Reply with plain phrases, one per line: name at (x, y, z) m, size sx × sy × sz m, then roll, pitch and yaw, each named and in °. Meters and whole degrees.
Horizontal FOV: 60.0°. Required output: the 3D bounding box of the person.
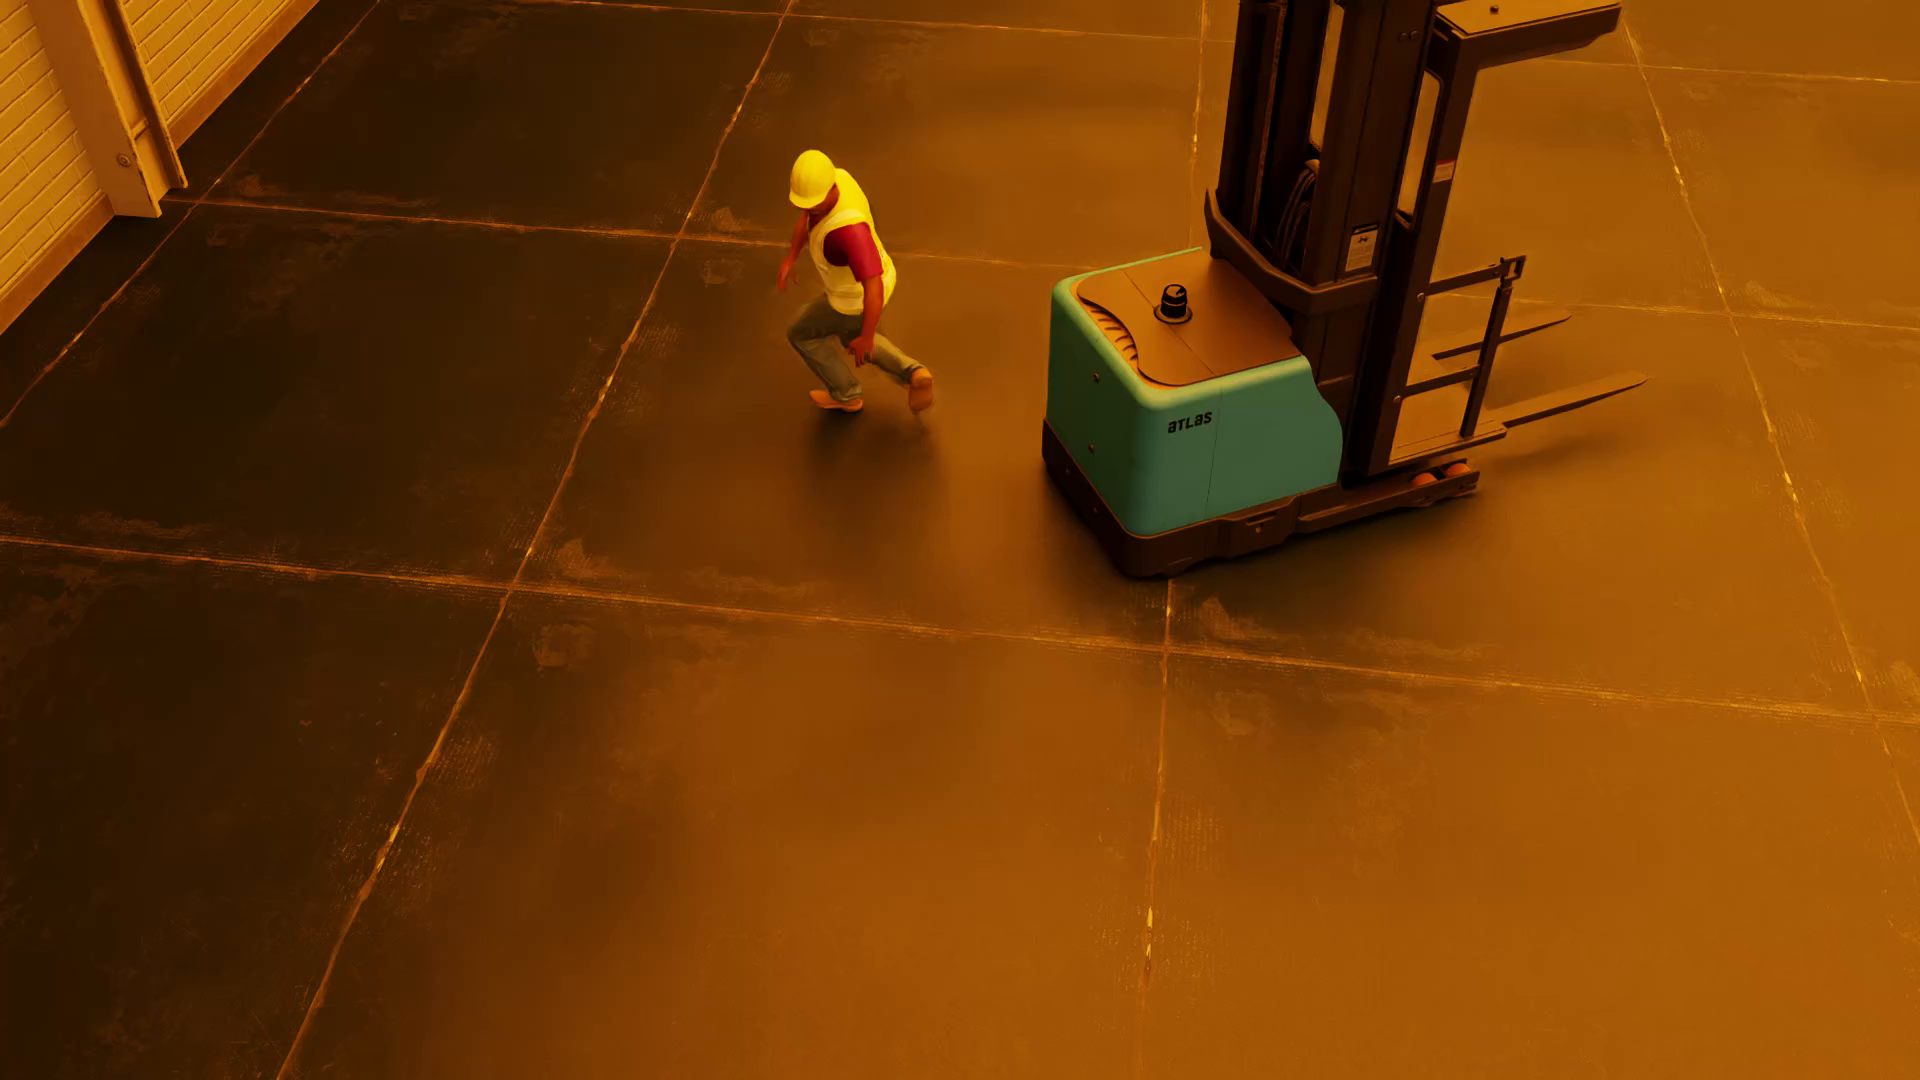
person at (-0.544, -1.211, 8.102) m, size 0.833 × 1.542 × 0.680 m, roll 9°, pitch 43°, yaw 10°

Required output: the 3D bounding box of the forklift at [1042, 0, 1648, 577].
forklift at (1.973, -1.553, 7.415) m, size 3.031 × 2.935 × 1.130 m, roll -16°, pitch 45°, yaw -16°
